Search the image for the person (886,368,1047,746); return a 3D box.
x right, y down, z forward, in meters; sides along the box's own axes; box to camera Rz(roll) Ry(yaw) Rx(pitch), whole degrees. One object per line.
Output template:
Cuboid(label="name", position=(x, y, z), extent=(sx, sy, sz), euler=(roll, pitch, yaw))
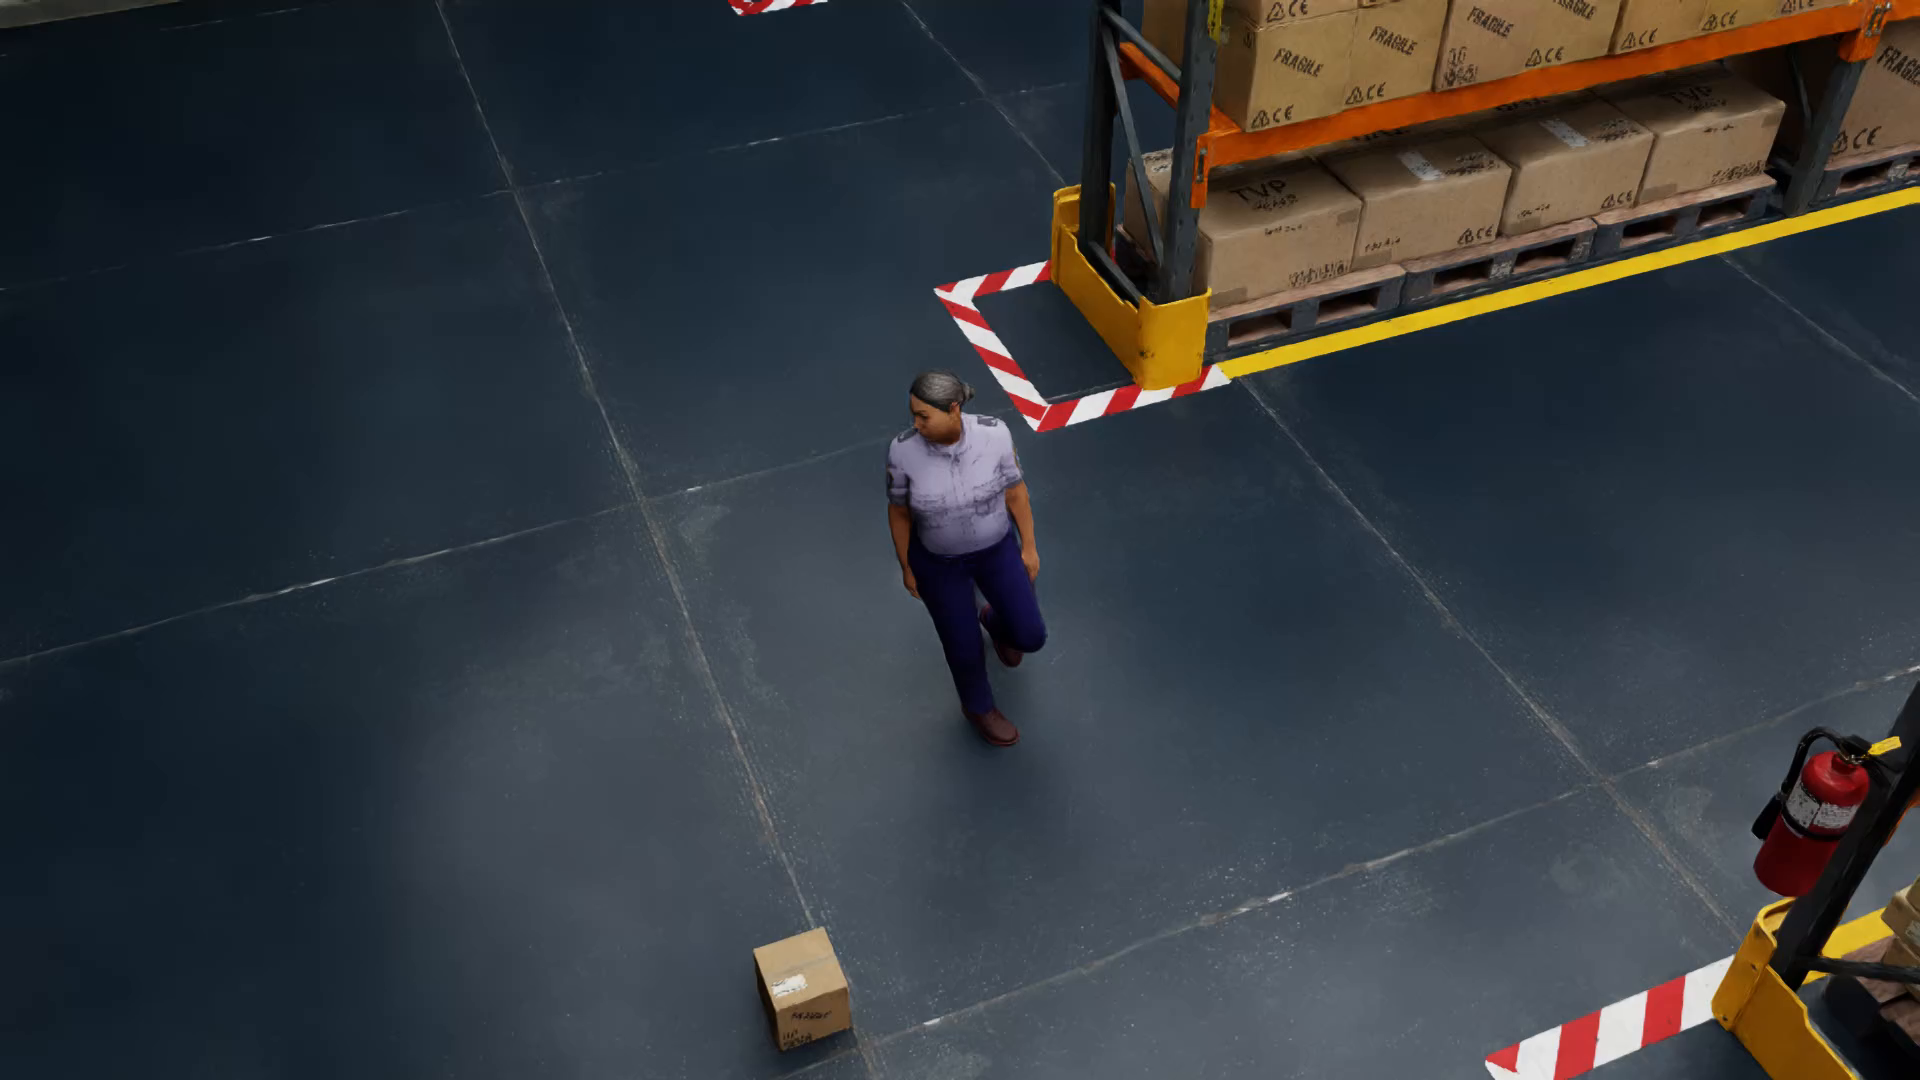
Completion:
Cuboid(label="person", position=(0.033, 0.067, 6.122), extent=(0.561, 1.625, 0.501), euler=(-11, 43, -12))
